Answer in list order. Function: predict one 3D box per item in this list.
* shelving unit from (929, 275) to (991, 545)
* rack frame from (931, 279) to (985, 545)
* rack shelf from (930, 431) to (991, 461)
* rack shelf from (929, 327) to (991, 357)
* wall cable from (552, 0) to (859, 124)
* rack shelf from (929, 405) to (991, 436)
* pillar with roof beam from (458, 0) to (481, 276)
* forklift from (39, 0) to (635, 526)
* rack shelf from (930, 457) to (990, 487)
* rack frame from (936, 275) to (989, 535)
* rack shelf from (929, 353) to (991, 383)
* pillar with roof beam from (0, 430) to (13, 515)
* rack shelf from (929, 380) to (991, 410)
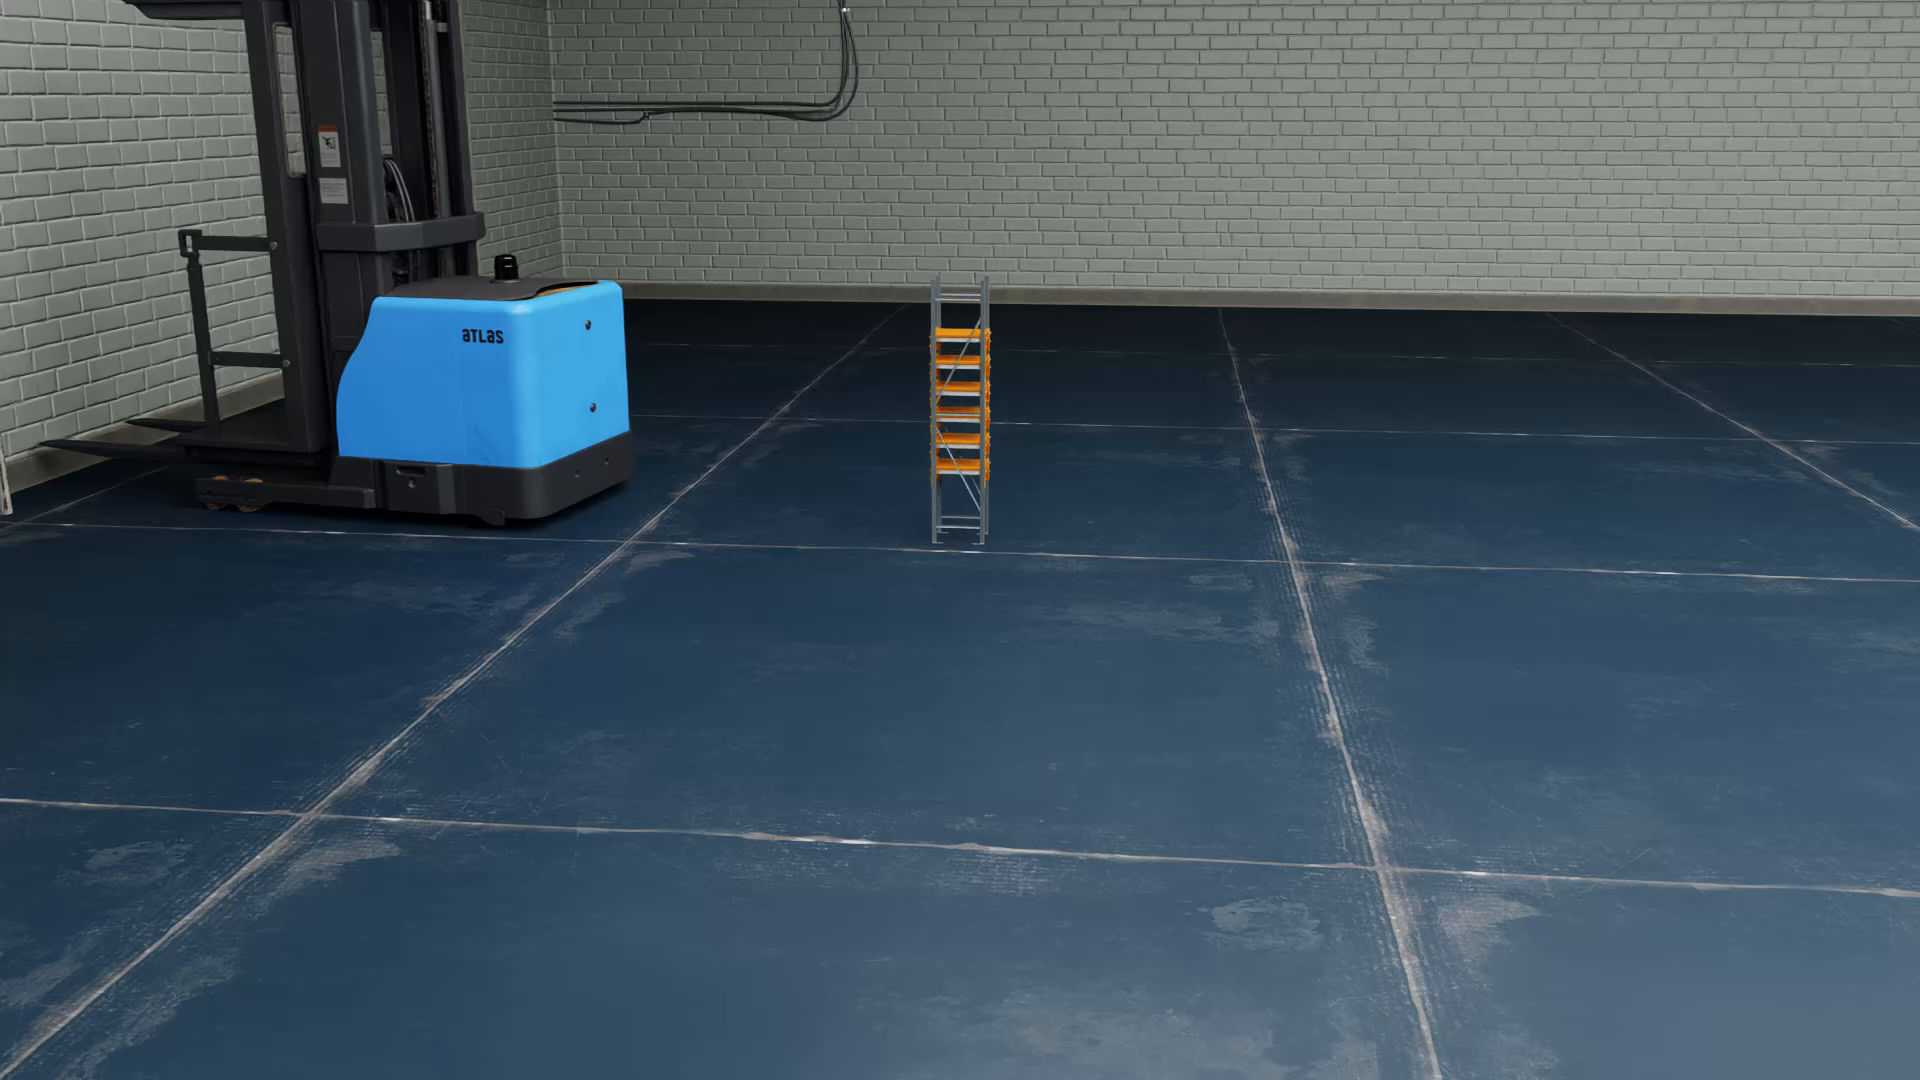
[{"bbox_3d":[0.002,-0.583,7.519,0.258,1.200,0.189,2,15,6],"label":"shelving unit"},{"bbox_3d":[-0.009,-0.559,7.432,0.240,1.200,0.006,2,15,6],"label":"rack frame"},{"bbox_3d":[0.002,-0.424,7.562,0.258,0.103,0.180,2,15,6],"label":"rack shelf"},{"bbox_3d":[0.002,-0.888,7.437,0.258,0.103,0.180,2,15,6],"label":"rack shelf"},{"bbox_3d":[-2.497,-5.216,15.660,3.097,2.526,0.112,2,15,6],"label":"wall cable"},{"bbox_3d":[0.002,-0.540,7.531,0.258,0.103,0.180,2,15,6],"label":"rack shelf"},{"bbox_3d":[0.134,-5.863,12.104,9.100,9.000,0.400,2,15,6],"label":"pillar with roof beam"},{"bbox_3d":[-3.262,-1.678,8.251,3.031,2.935,1.130,4,16,16],"label":"forklift"},{"bbox_3d":[0.002,-0.308,7.594,0.258,0.103,0.180,2,15,6],"label":"rack shelf"},{"bbox_3d":[0.012,-0.607,7.607,0.240,1.200,0.006,2,15,6],"label":"rack frame"},{"bbox_3d":[0.002,-0.772,7.468,0.258,0.103,0.180,2,15,6],"label":"rack shelf"},{"bbox_3d":[-0.543,-4.307,6.349,9.100,9.000,0.400,2,15,6],"label":"pillar with roof beam"},{"bbox_3d":[0.002,-0.656,7.500,0.258,0.103,0.180,2,15,6],"label":"rack shelf"}]
